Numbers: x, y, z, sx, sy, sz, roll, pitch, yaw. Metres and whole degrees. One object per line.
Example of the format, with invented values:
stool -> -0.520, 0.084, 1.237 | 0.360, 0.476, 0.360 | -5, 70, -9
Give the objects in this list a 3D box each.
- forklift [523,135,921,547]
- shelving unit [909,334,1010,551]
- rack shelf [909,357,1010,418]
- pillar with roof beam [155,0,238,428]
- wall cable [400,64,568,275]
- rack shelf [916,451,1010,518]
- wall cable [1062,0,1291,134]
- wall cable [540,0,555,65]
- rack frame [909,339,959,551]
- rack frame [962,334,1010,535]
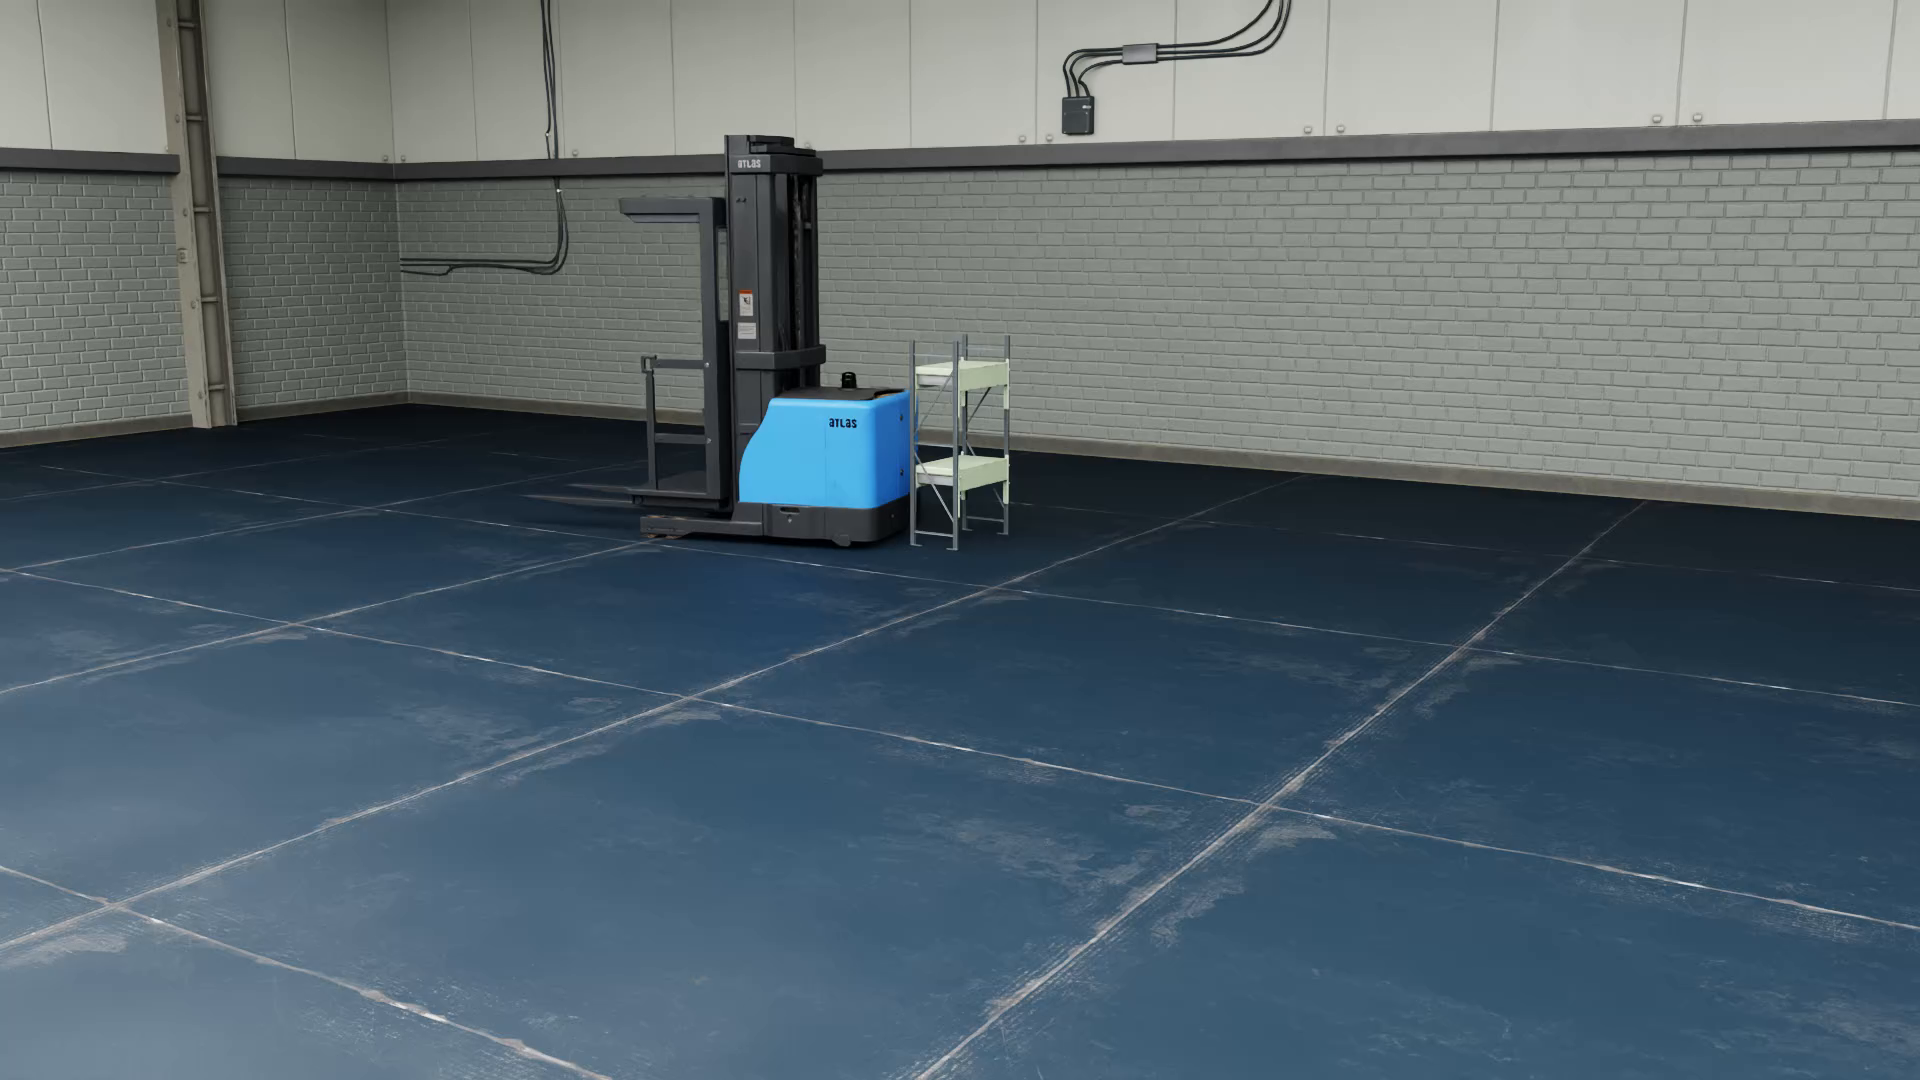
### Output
forklift -> -1.876, -1.532, 12.589 | 3.031, 2.935, 1.130 | 4, 11, 19
shelving unit -> 0.003, -0.738, 12.236 | 0.431, 1.500, 0.755 | 6, 12, 31
rack shelf -> 0.003, -1.122, 12.164 | 0.431, 0.370, 0.720 | 6, 12, 31
pillar with roof beam -> -5.077, -5.354, 16.511 | 9.100, 9.000, 0.400 | 6, 12, 31
wall cable -> -6.096, -4.576, 20.794 | 3.097, 2.526, 0.112 | 6, 12, 31
rack shelf -> 0.003, -0.418, 12.296 | 0.431, 0.370, 0.720 | 6, 12, 31
wall cable -> 2.009, -6.864, 15.337 | 2.305, 6.003, 0.169 | 6, 12, 31
wall cable -> -3.784, -6.800, 18.949 | 3.097, 2.526, 0.112 | 6, 12, 31
rack frame -> -0.187, -0.681, 11.929 | 0.400, 1.500, 0.023 | 6, 12, 31
rack frame -> 0.193, -0.796, 12.544 | 0.400, 1.500, 0.023 | 6, 12, 31
